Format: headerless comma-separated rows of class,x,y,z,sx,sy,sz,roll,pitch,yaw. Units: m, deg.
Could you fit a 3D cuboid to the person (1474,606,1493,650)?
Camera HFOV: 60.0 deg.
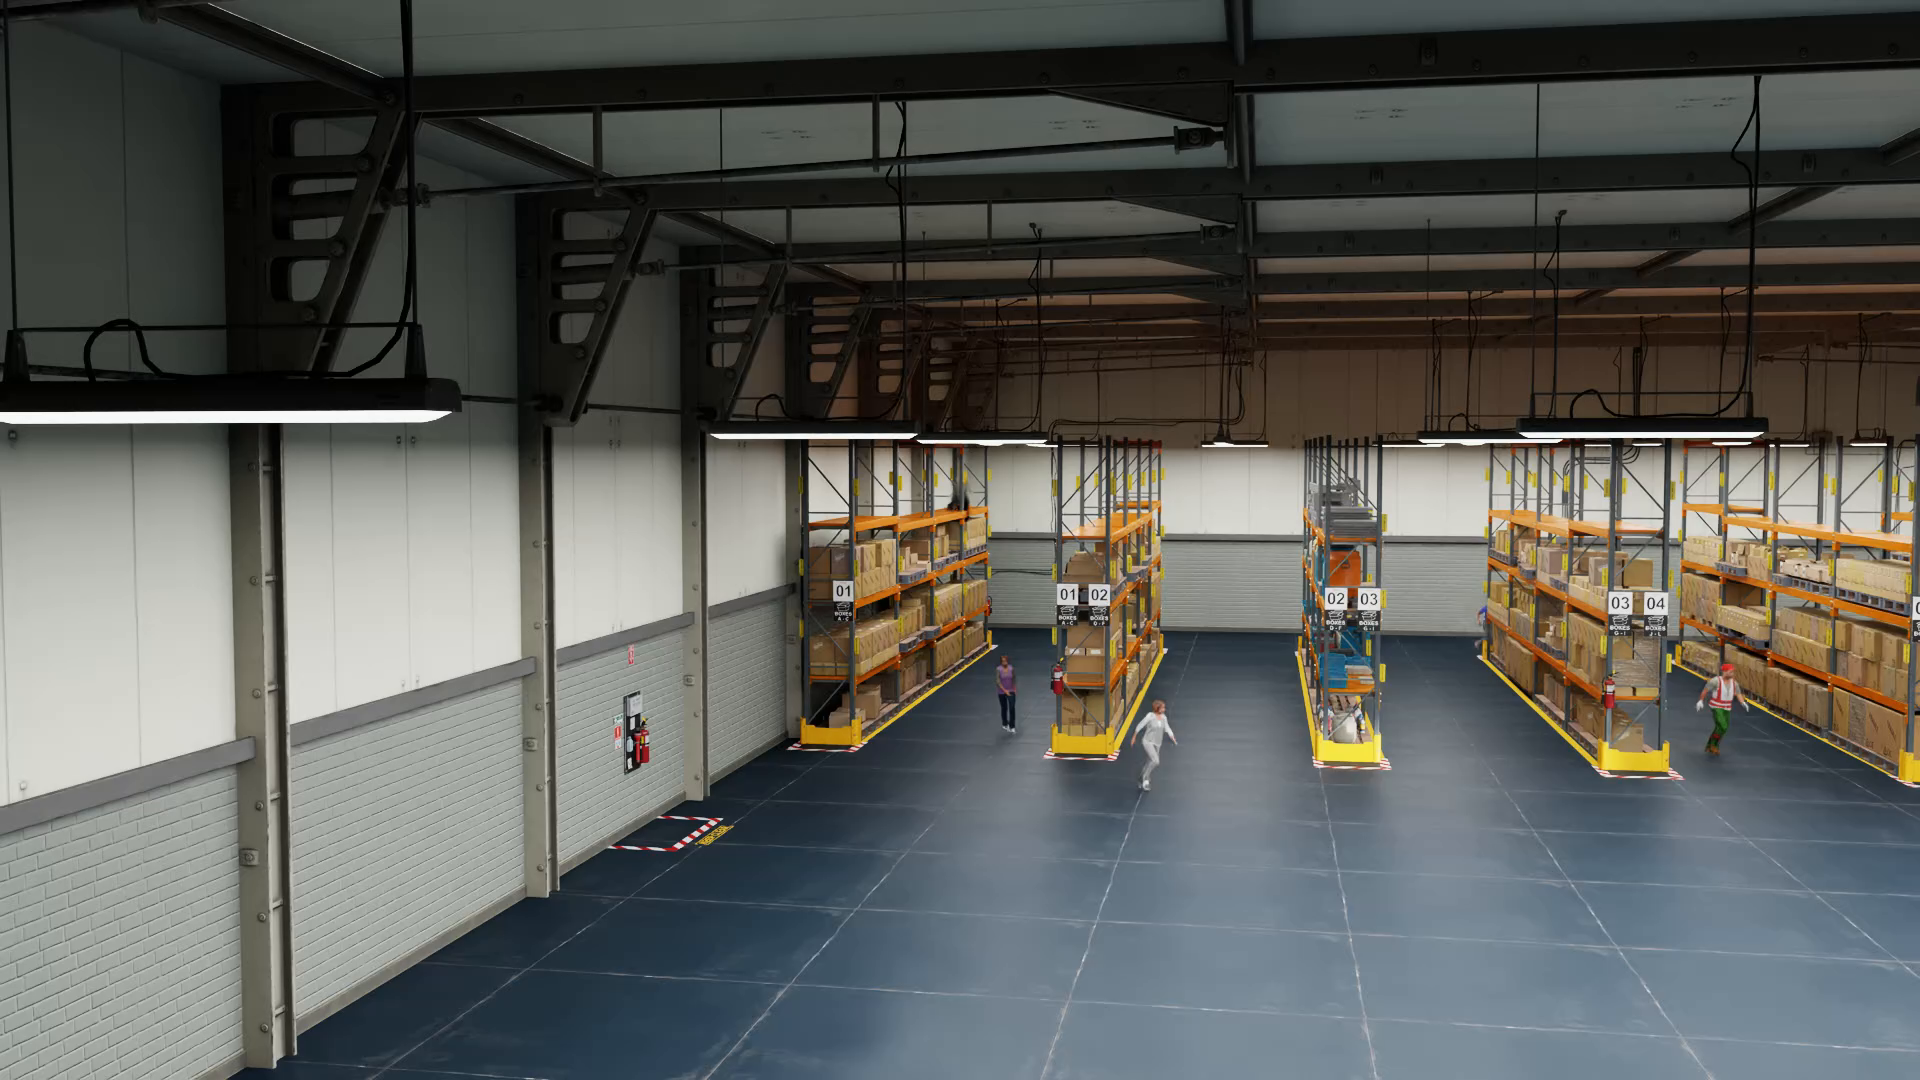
person,14.908,2.422,47.077,0.697,1.592,0.613,-2,3,-27

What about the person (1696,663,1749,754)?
person,14.252,3.159,31.005,0.633,1.734,0.814,-1,3,-16

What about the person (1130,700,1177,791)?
person,3.266,3.441,27.806,0.521,1.556,0.759,-2,4,-35

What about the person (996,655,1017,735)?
person,0.944,3.143,33.673,0.435,1.590,0.631,0,3,1
